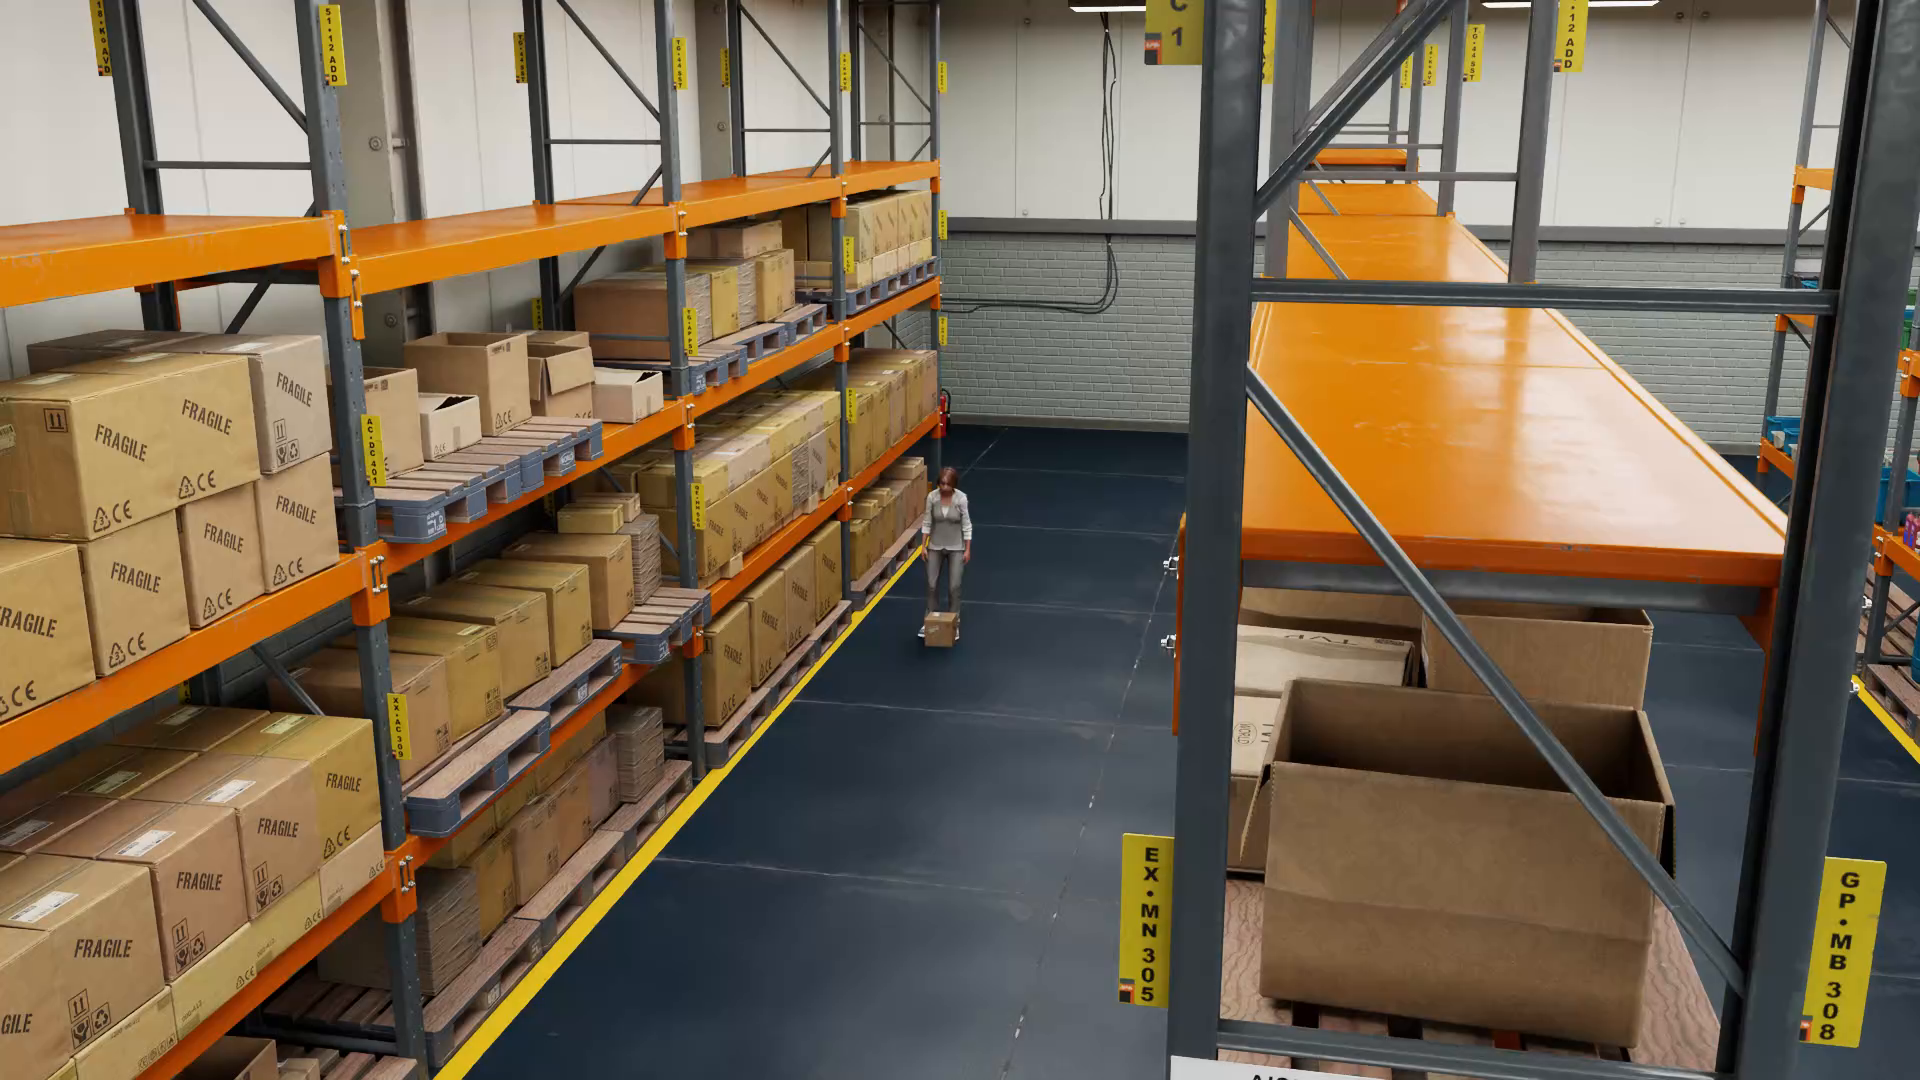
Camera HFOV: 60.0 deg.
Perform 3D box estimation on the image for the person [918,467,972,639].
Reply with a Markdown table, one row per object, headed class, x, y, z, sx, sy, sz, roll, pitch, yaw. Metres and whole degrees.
| class | x | y | z | sx | sy | sz | roll | pitch | yaw |
| --- | --- | --- | --- | --- | --- | --- | --- | --- | --- |
| person | -0.133 | 0.109 | 15.133 | 0.480 | 1.591 | 0.378 | 2 | 15 | 8 |
